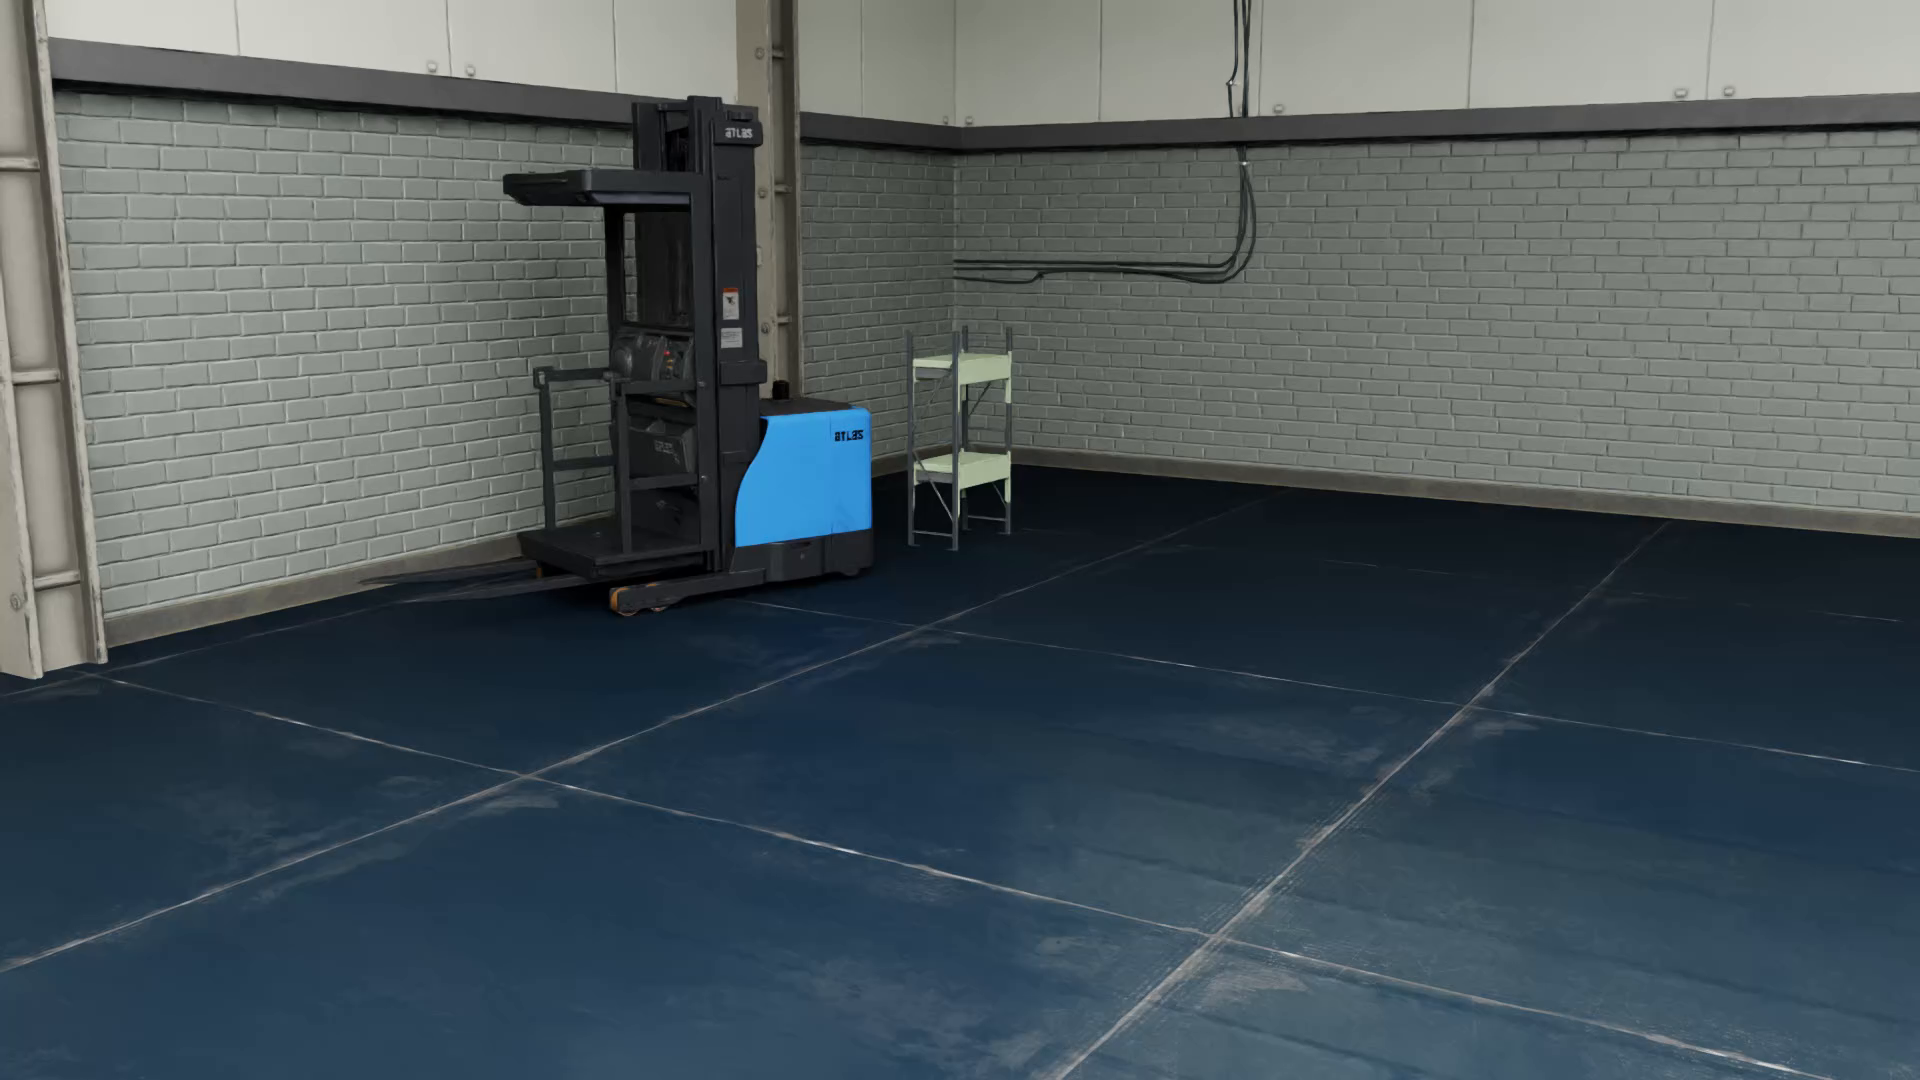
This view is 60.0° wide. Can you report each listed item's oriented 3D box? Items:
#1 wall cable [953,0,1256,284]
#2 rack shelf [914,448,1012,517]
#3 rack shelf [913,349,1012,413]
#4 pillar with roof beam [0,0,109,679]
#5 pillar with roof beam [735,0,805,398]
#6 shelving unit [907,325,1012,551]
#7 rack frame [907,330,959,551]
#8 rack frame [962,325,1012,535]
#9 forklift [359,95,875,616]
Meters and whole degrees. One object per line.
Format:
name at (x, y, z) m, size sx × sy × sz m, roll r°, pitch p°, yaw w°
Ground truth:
wall cable at (1.176, -3.536, 14.739) m, size 3.097 × 2.526 × 0.112 m, roll 6°, pitch 12°, yaw 31°
rack shelf at (0.003, -0.418, 11.796) m, size 0.431 × 0.370 × 0.720 m, roll 6°, pitch 12°, yaw 31°
rack shelf at (0.003, -1.122, 11.664) m, size 0.431 × 0.370 × 0.720 m, roll 6°, pitch 12°, yaw 31°
pillar with roof beam at (-0.919, -3.370, 5.416) m, size 9.100 × 9.000 × 0.400 m, roll 6°, pitch 12°, yaw 31°
pillar with roof beam at (2.196, -4.314, 10.457) m, size 9.100 × 9.000 × 0.400 m, roll 6°, pitch 12°, yaw 31°
shelving unit at (0.003, -0.738, 11.736) m, size 0.431 × 1.500 × 0.755 m, roll 6°, pitch 12°, yaw 31°
rack frame at (-0.187, -0.681, 11.429) m, size 0.400 × 1.500 × 0.023 m, roll 6°, pitch 12°, yaw 31°
rack frame at (0.193, -0.796, 12.044) m, size 0.400 × 1.500 × 0.023 m, roll 6°, pitch 12°, yaw 31°
forklift at (-2.010, -1.112, 9.843) m, size 3.031 × 2.935 × 1.130 m, roll -8°, pitch 14°, yaw -38°
